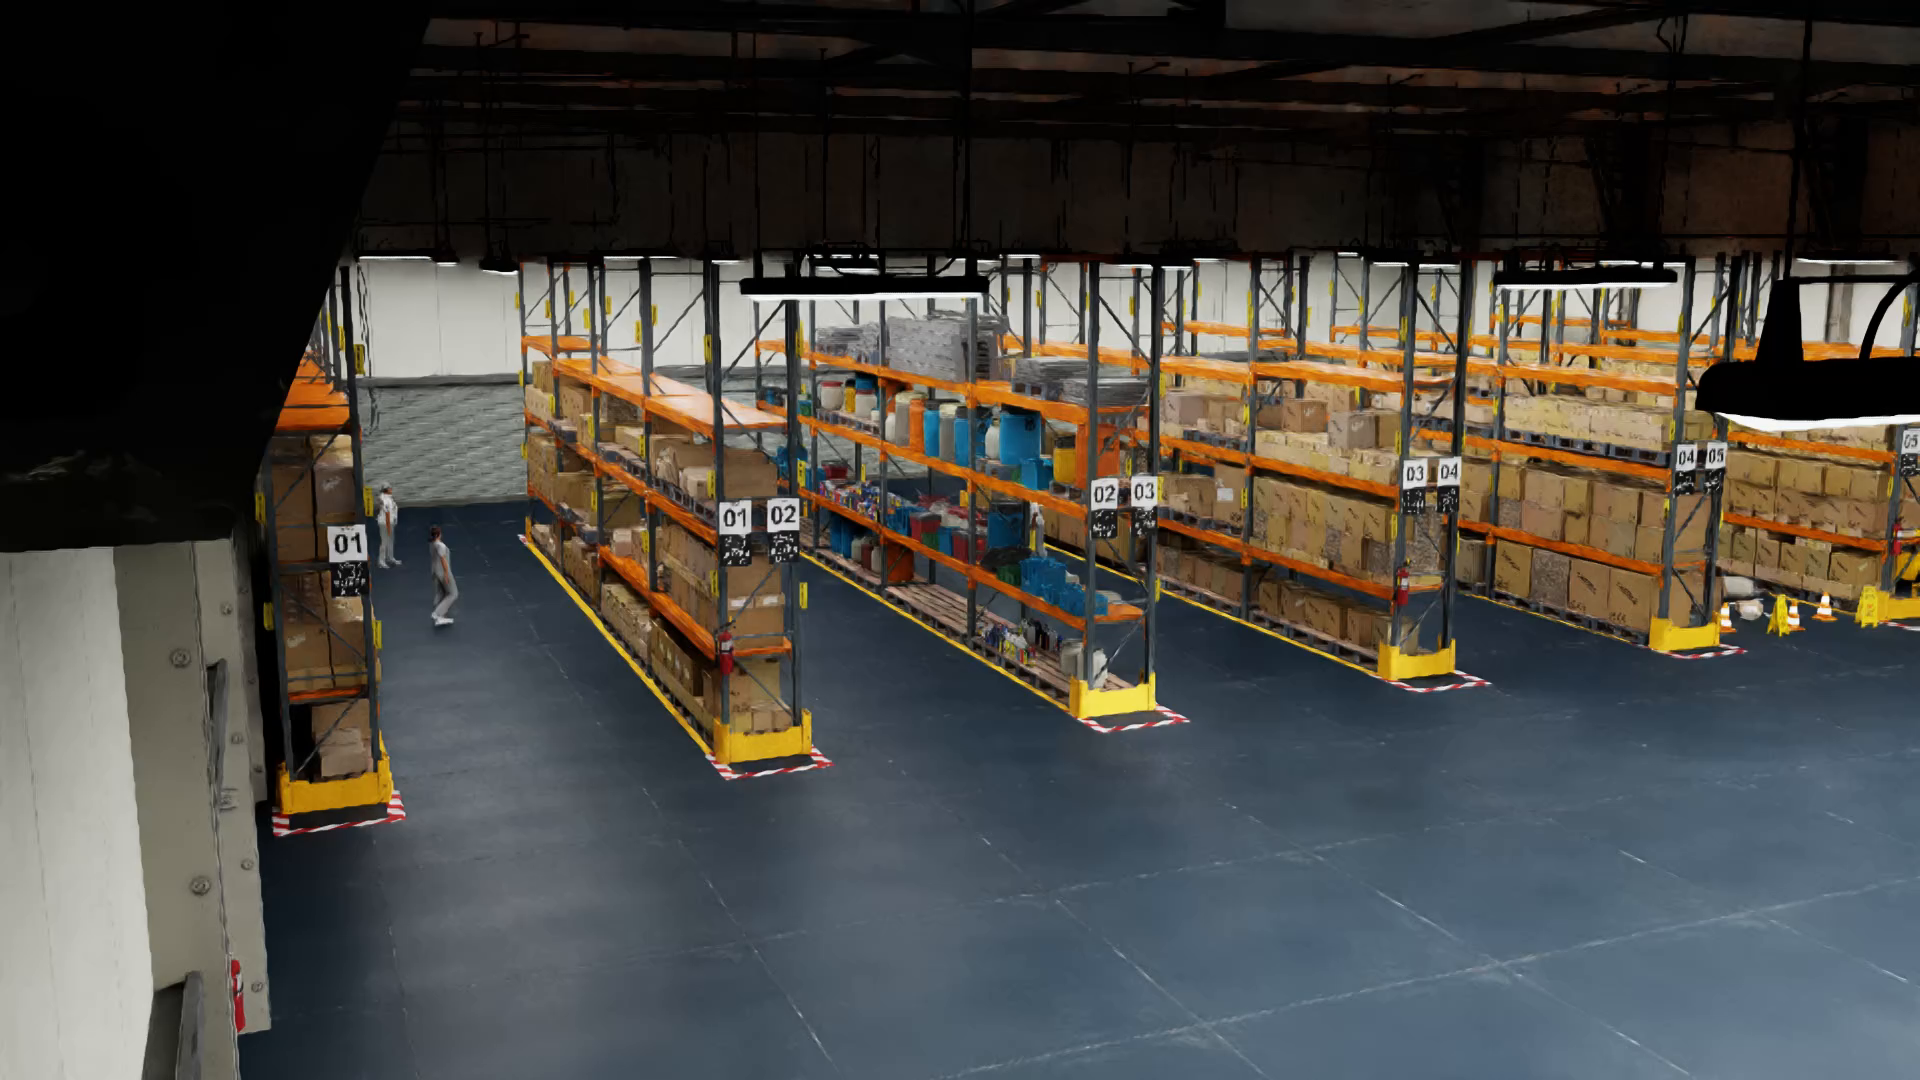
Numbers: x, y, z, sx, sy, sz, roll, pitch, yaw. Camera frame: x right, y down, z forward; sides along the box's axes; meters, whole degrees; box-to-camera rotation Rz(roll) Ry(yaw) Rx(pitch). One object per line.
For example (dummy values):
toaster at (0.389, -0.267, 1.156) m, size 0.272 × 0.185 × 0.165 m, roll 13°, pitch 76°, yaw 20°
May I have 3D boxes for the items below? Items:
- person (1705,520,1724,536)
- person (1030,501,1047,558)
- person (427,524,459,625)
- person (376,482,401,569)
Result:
person at (15.364, -0.691, 33.802) m, size 0.628 × 1.766 × 0.446 m, roll 8°, pitch 13°, yaw 36°
person at (1.407, -0.258, 31.751) m, size 0.562 × 1.662 × 0.587 m, roll 0°, pitch 10°, yaw 1°
person at (-8.528, 0.572, 27.270) m, size 0.492 × 1.671 × 0.435 m, roll 10°, pitch 14°, yaw 42°
person at (-11.045, -0.303, 32.069) m, size 0.493 × 1.657 × 0.676 m, roll -5°, pitch 12°, yaw -28°
